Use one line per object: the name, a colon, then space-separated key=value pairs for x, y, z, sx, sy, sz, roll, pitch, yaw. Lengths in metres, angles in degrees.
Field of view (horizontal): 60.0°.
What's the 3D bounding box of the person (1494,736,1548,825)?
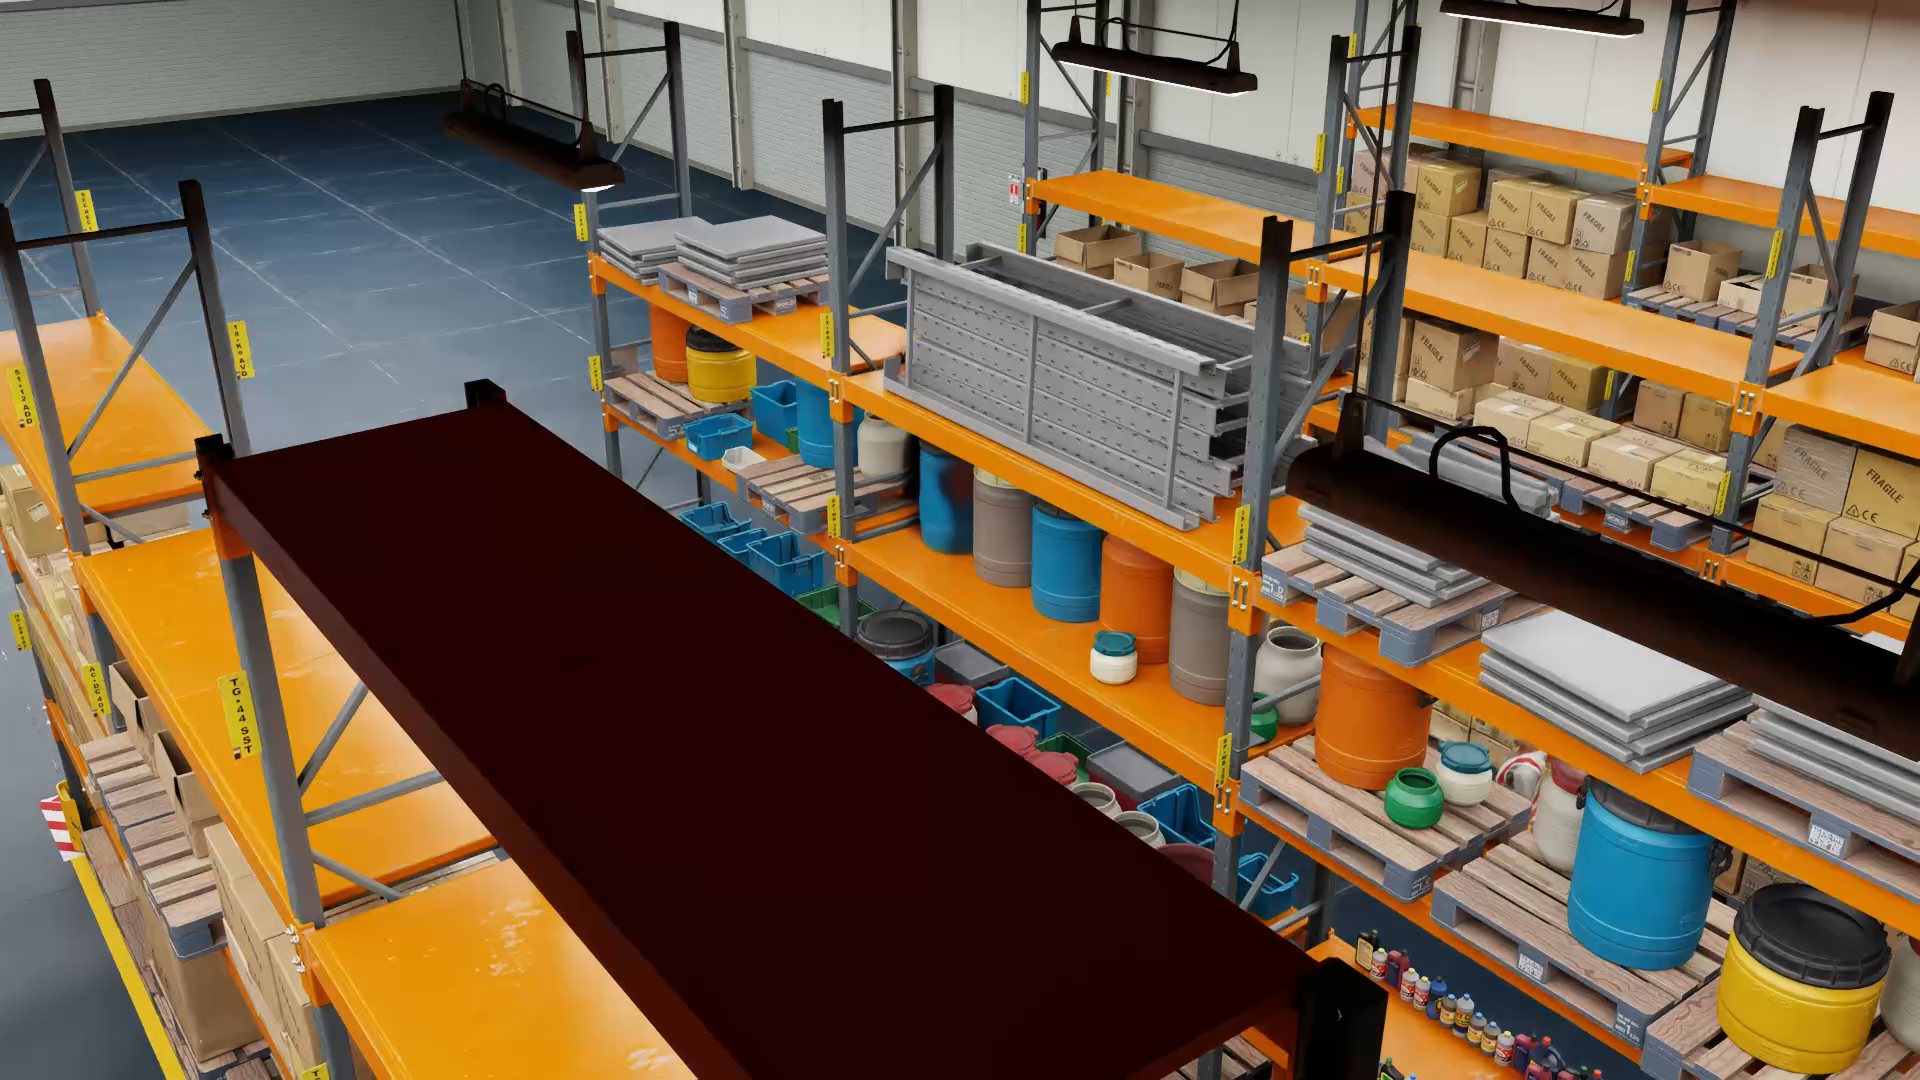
person: x=4.065 y=2.012 z=12.485 sx=0.537 sy=1.727 sz=1.007 roll=-22 pitch=33 yaw=-39
